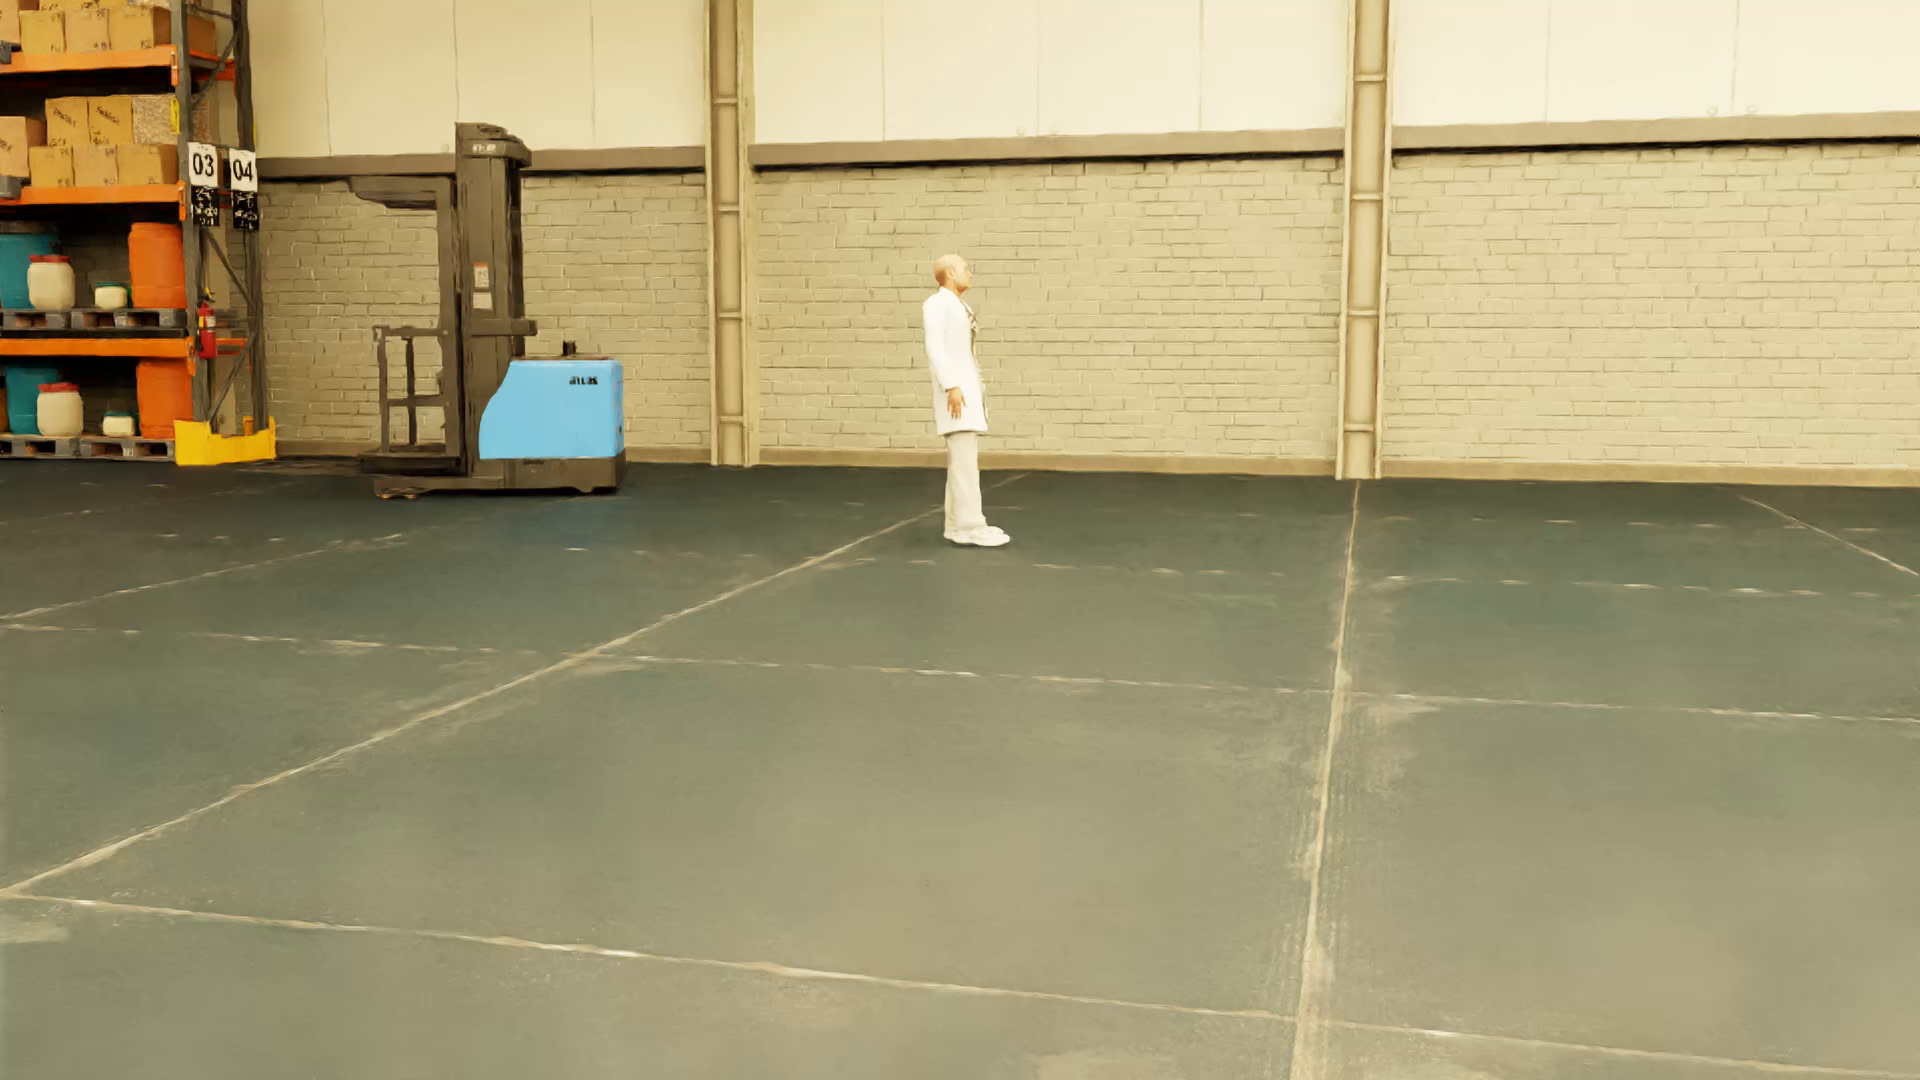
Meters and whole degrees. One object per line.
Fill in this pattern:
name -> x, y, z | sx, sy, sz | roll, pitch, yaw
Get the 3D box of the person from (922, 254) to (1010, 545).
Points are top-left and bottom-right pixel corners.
person -> 0.087, -0.886, 10.362 | 0.579, 1.776, 0.694 | 2, 7, 14

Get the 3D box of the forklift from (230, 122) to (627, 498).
forklift -> -4.319, -1.855, 13.506 | 3.031, 2.935, 1.130 | -1, 7, -6
